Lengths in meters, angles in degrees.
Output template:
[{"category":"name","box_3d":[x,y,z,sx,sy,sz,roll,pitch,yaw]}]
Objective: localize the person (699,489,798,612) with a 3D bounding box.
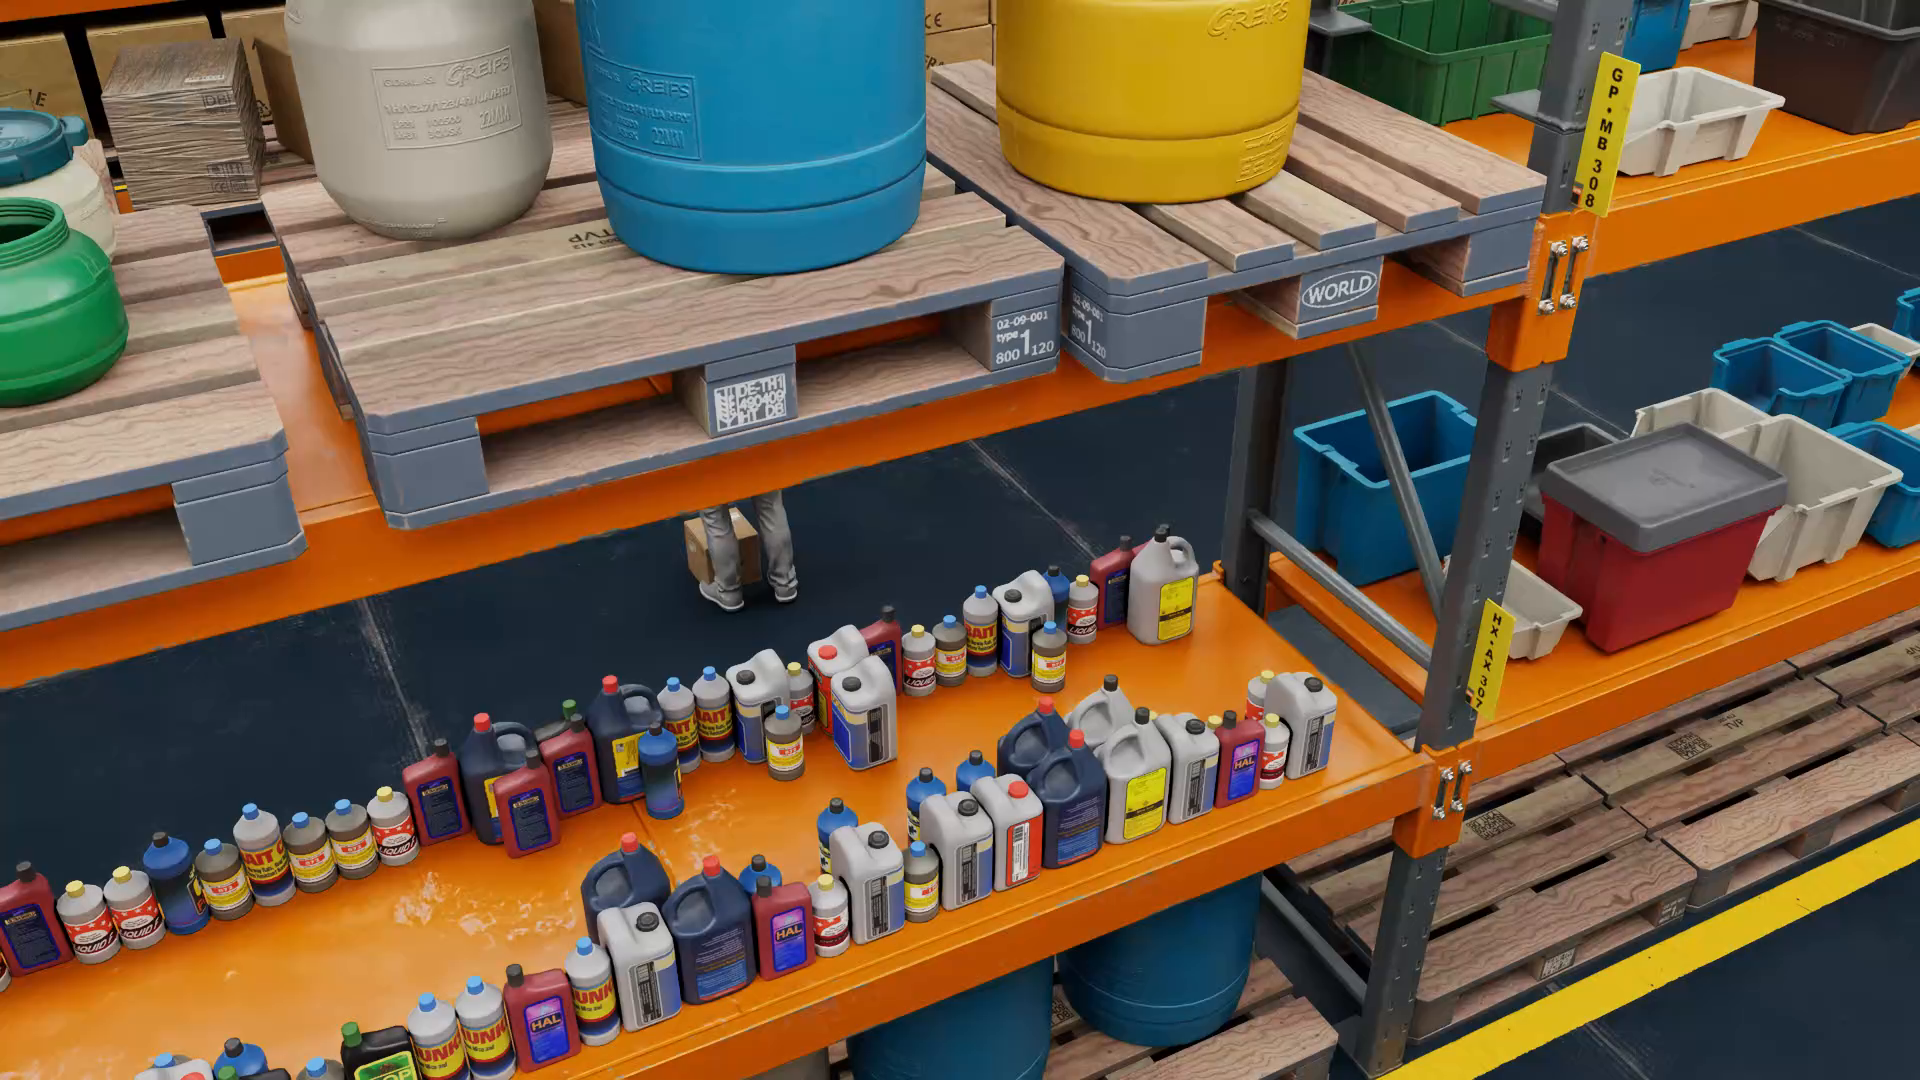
[{"category":"person","box_3d":[-0.945,-0.434,6.797,0.546,1.665,0.413,-18,37,-26]}]
